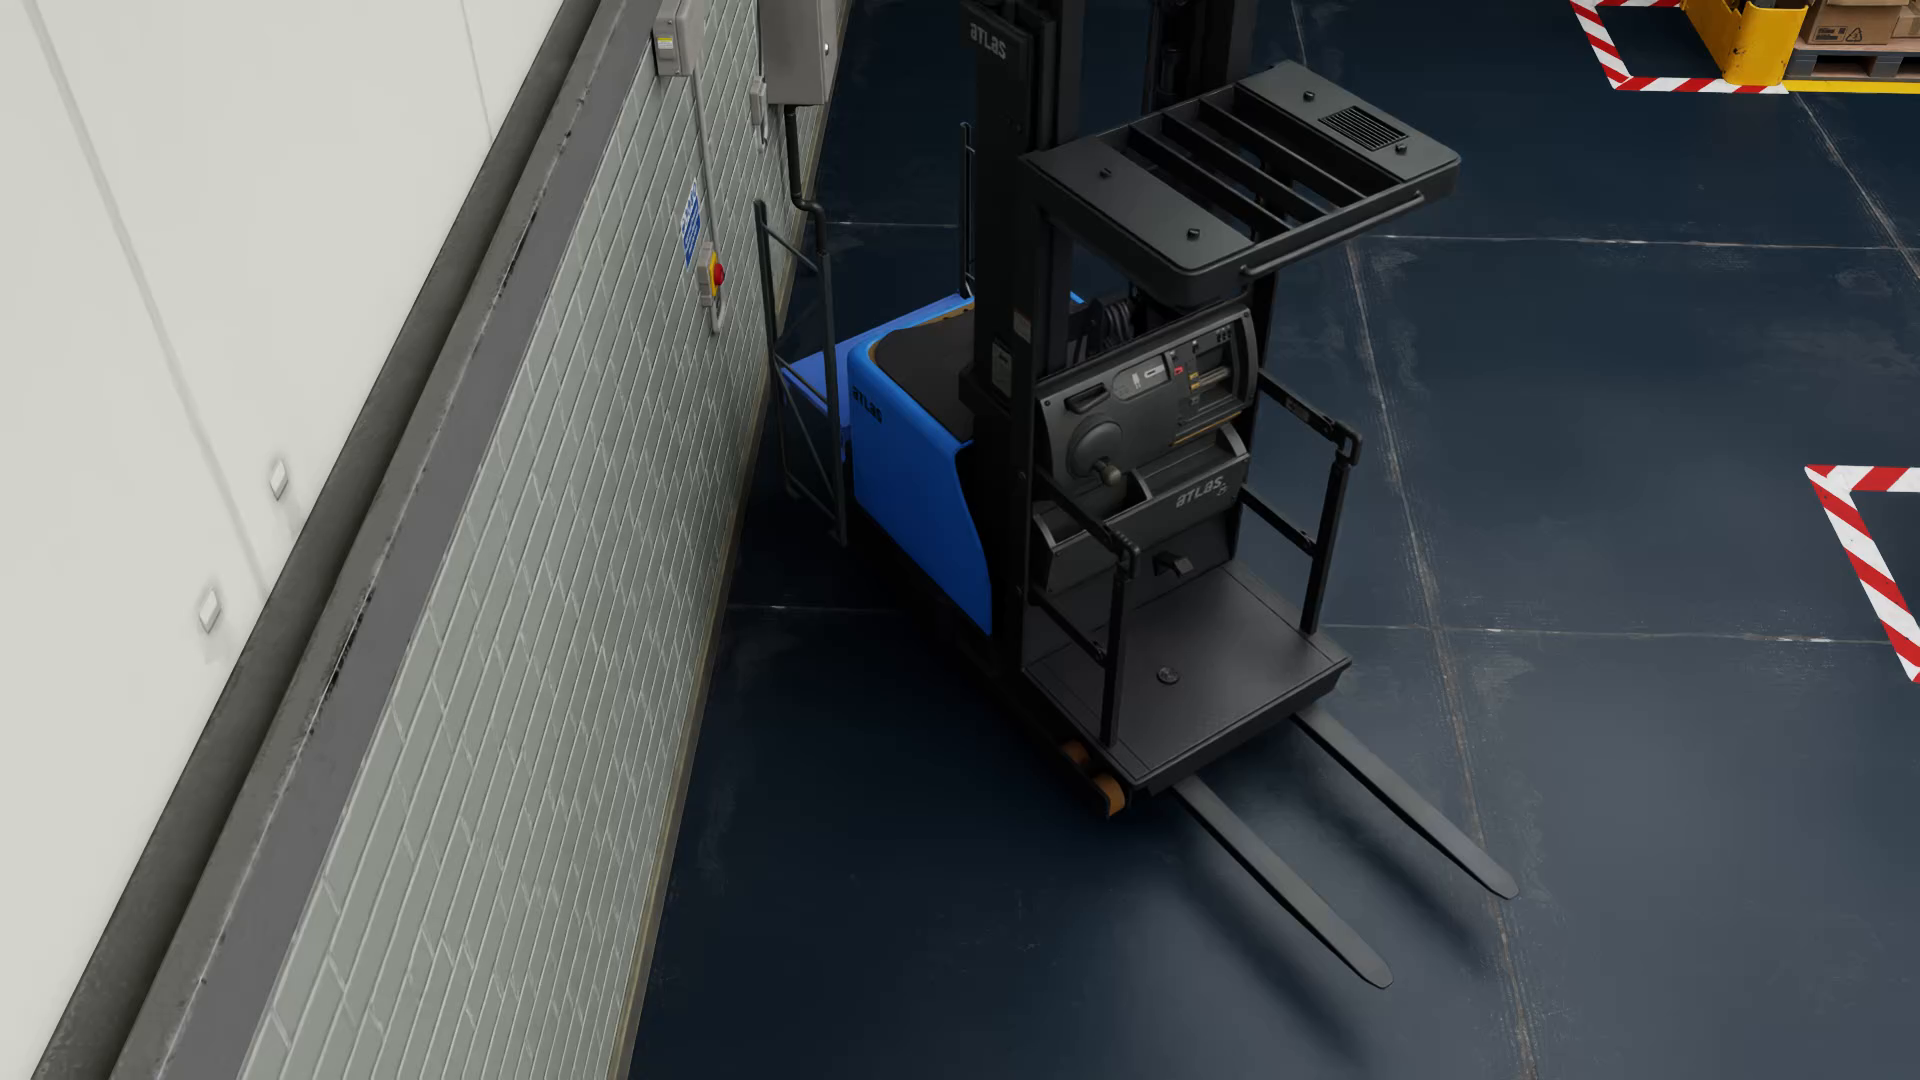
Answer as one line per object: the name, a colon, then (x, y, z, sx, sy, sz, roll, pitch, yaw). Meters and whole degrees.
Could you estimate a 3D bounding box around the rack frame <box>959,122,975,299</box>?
rack frame: (0.158, -1.078, 7.392, 0.032, 1.500, 0.500, -27, 49, -26)

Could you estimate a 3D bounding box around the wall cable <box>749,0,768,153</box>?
wall cable: (-0.887, -2.447, 7.017, 0.122, 1.984, 0.588, 2, 43, 2)

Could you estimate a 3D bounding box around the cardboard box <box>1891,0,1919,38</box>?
cardboard box: (5.944, -3.320, 10.482, 0.250, 0.149, 0.380, 0, 43, 0)

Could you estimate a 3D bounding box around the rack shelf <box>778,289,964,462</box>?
rack shelf: (-0.249, -0.738, 7.291, 1.000, 0.185, 0.538, -27, 49, -26)

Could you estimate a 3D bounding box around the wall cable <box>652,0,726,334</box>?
wall cable: (-0.939, -1.493, 5.969, 0.123, 1.953, 0.585, 2, 43, 2)

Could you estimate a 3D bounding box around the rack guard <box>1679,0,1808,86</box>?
rack guard: (4.991, -3.416, 10.635, 0.348, 0.500, 1.175, 2, 43, 2)

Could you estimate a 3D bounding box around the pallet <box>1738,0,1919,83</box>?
pallet: (5.787, -3.286, 10.708, 1.213, 0.211, 1.003, 2, 43, 2)

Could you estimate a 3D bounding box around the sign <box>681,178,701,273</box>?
sign: (-1.002, -1.177, 6.201, 0.001, 0.218, 0.327, 2, 43, 2)

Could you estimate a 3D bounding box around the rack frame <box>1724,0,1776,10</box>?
rack frame: (4.915, -4.332, 9.785, 0.127, 3.000, 1.000, 2, 43, 2)

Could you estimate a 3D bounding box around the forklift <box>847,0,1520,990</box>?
forklift: (0.788, -0.417, 5.633, 1.130, 2.935, 3.031, -25, 49, -25)

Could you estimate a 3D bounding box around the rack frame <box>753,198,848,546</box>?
rack frame: (-0.656, -0.662, 6.946, 0.032, 1.500, 0.500, -27, 49, -26)

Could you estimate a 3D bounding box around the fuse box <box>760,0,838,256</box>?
fuse box: (-0.699, -2.064, 8.296, 0.414, 1.711, 0.539, 2, 43, 2)

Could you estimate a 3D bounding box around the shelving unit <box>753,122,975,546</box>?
shelving unit: (-0.249, -0.870, 7.169, 1.048, 1.500, 0.538, -27, 49, -26)

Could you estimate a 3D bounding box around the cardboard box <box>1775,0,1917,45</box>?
cardboard box: (5.522, -3.489, 10.404, 0.637, 0.503, 0.797, 0, 43, 0)
